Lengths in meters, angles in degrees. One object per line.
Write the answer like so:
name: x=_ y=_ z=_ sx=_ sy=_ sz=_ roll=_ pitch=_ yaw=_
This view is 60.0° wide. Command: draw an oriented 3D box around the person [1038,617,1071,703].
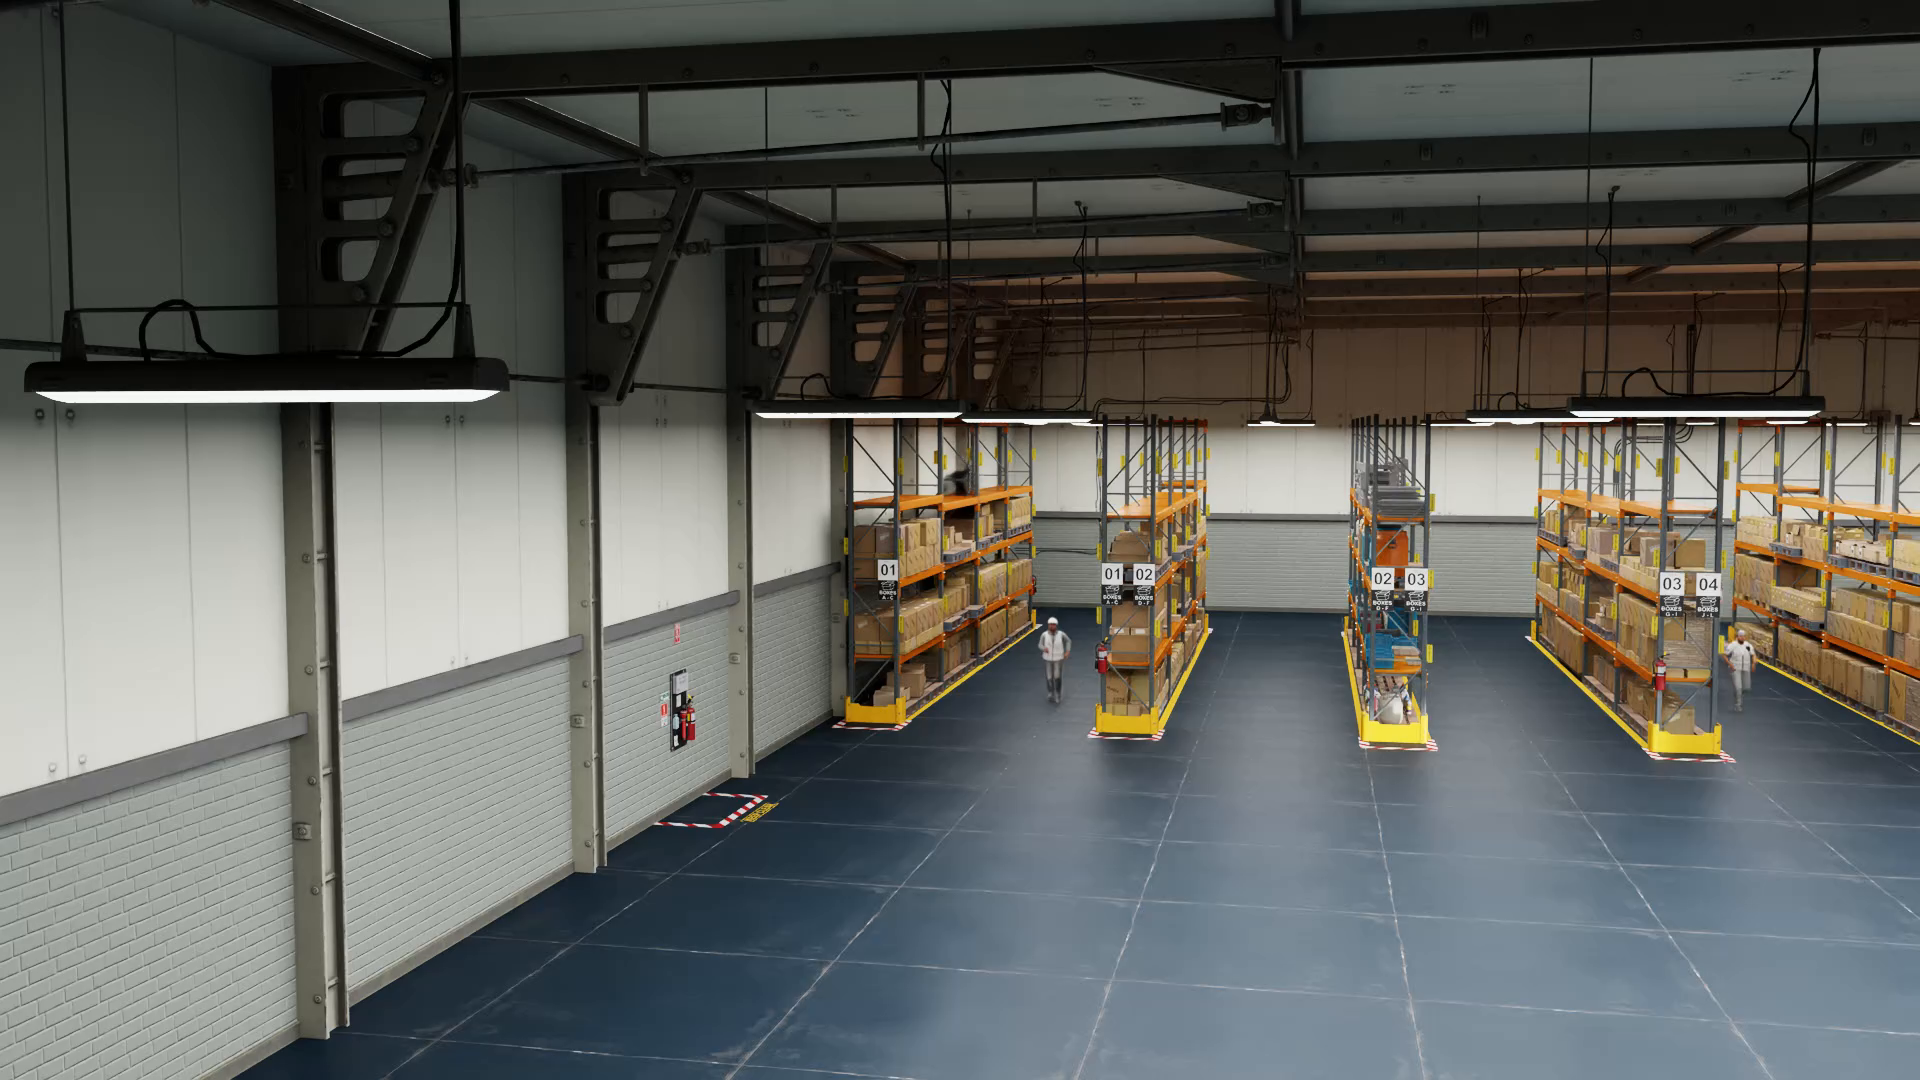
person: x=1.965 y=2.537 z=34.870 sx=0.671 sy=1.834 sz=0.733 roll=1 pitch=4 yaw=9

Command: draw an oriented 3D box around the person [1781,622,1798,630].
person: x=22.144 y=1.902 z=44.452 sx=0.714 sy=1.704 sz=0.625 roll=-2 pitch=4 yaw=-25

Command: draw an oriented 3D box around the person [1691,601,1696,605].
person: x=19.939 y=1.925 z=44.776 sx=0.697 sy=1.682 sz=0.639 roll=-1 pitch=4 yaw=-18

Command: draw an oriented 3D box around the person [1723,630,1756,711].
person: x=15.960 y=2.647 z=34.066 sx=0.644 sy=1.628 sz=0.605 roll=0 pitch=4 yaw=7
